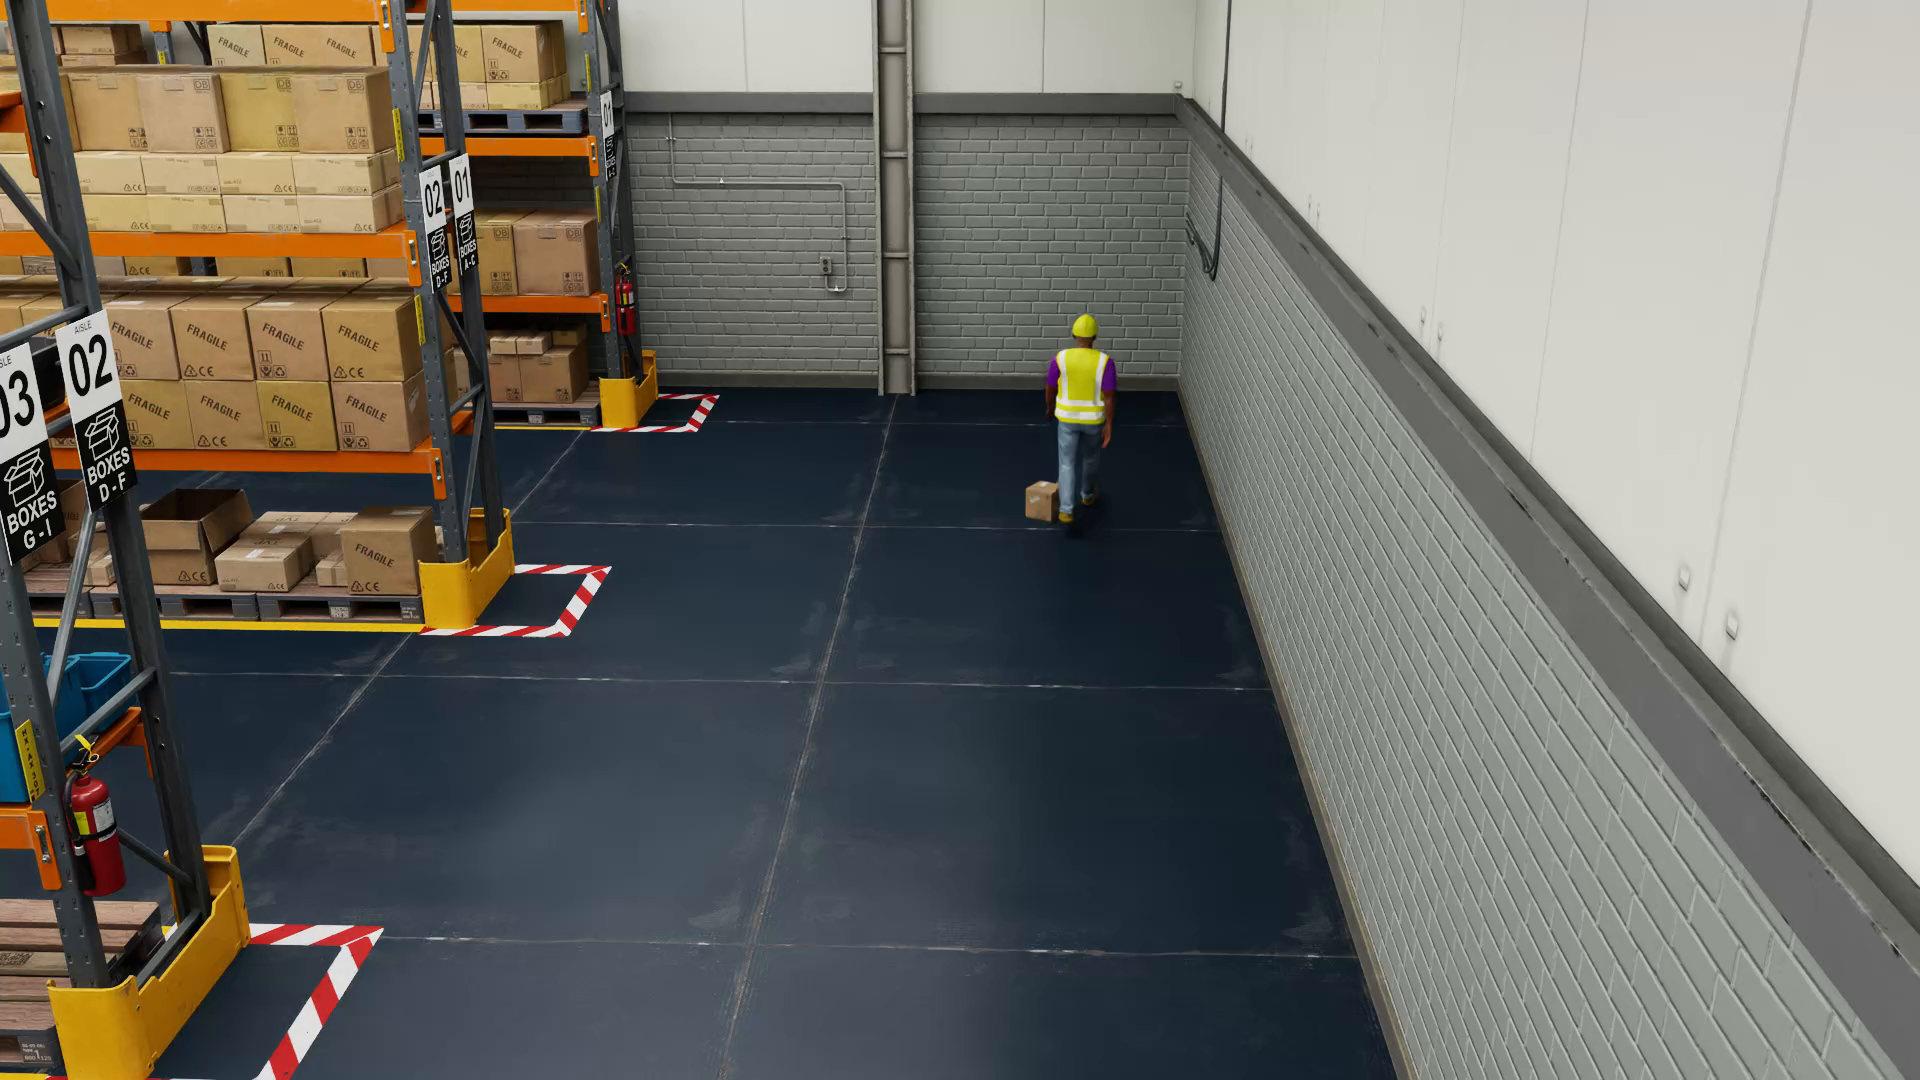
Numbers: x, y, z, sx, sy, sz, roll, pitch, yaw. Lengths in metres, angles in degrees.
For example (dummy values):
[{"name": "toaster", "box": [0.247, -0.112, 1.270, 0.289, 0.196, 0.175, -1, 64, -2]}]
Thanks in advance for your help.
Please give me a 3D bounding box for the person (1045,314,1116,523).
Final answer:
[{"name": "person", "box": [0.991, -1.023, 13.765, 0.578, 1.724, 1.050, 1, 21, 3]}]
